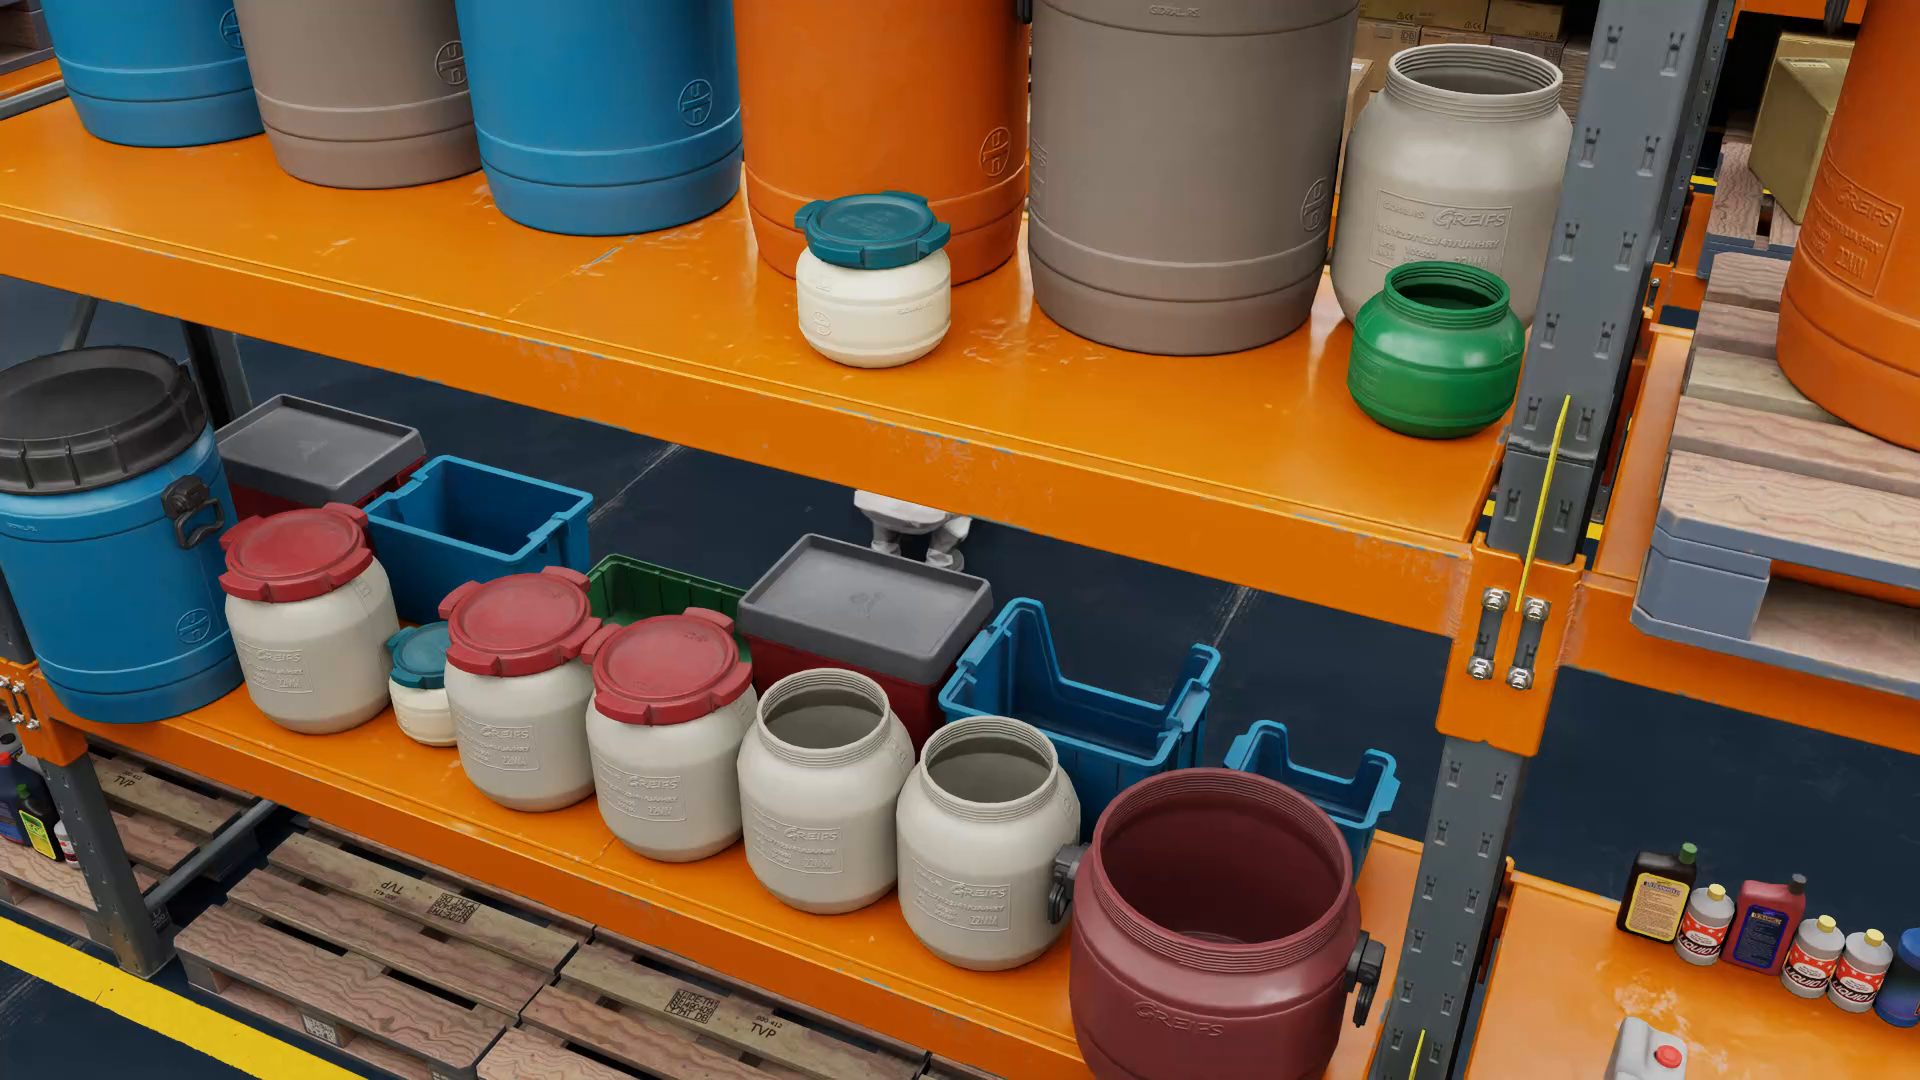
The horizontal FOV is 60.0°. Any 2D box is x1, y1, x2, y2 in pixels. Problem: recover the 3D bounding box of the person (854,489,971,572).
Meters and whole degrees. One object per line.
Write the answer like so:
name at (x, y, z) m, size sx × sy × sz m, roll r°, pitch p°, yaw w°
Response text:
person at (-0.158, -0.323, 7.337) m, size 0.534 × 0.997 × 0.894 m, roll 13°, pitch 36°, yaw 19°
